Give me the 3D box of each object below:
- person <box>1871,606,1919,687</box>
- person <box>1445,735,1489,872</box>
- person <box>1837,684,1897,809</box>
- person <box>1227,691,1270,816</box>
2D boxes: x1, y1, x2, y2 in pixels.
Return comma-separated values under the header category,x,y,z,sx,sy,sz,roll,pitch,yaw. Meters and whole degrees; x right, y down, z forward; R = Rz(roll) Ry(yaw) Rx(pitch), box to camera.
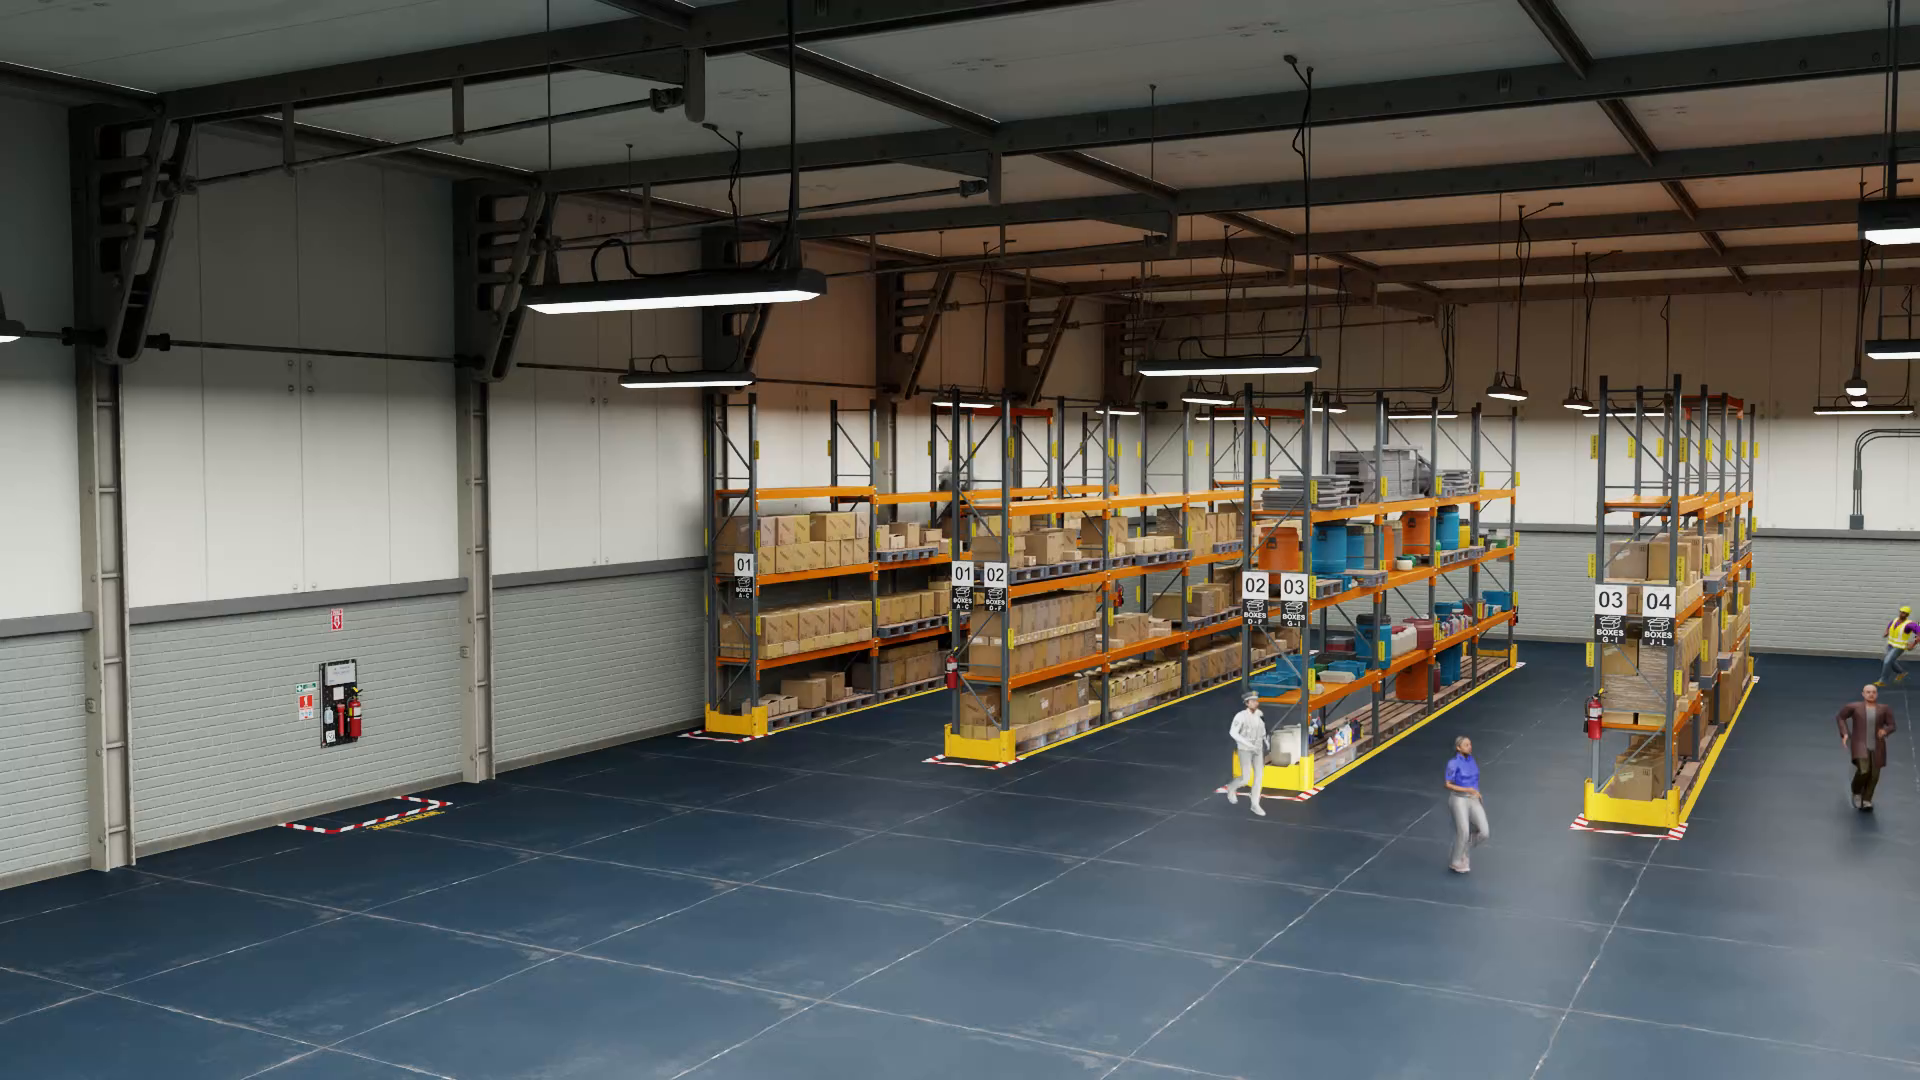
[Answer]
category,x,y,z,sx,sy,sz,roll,pitch,yaw
person,19.725,2.244,35.028,0.874,1.716,0.770,0,3,-8
person,6.014,3.129,19.625,0.565,1.601,0.551,-2,3,-27
person,12.554,2.873,22.985,0.683,1.740,0.692,1,3,15
person,4.016,2.922,23.088,0.644,1.696,0.743,-1,3,-25
